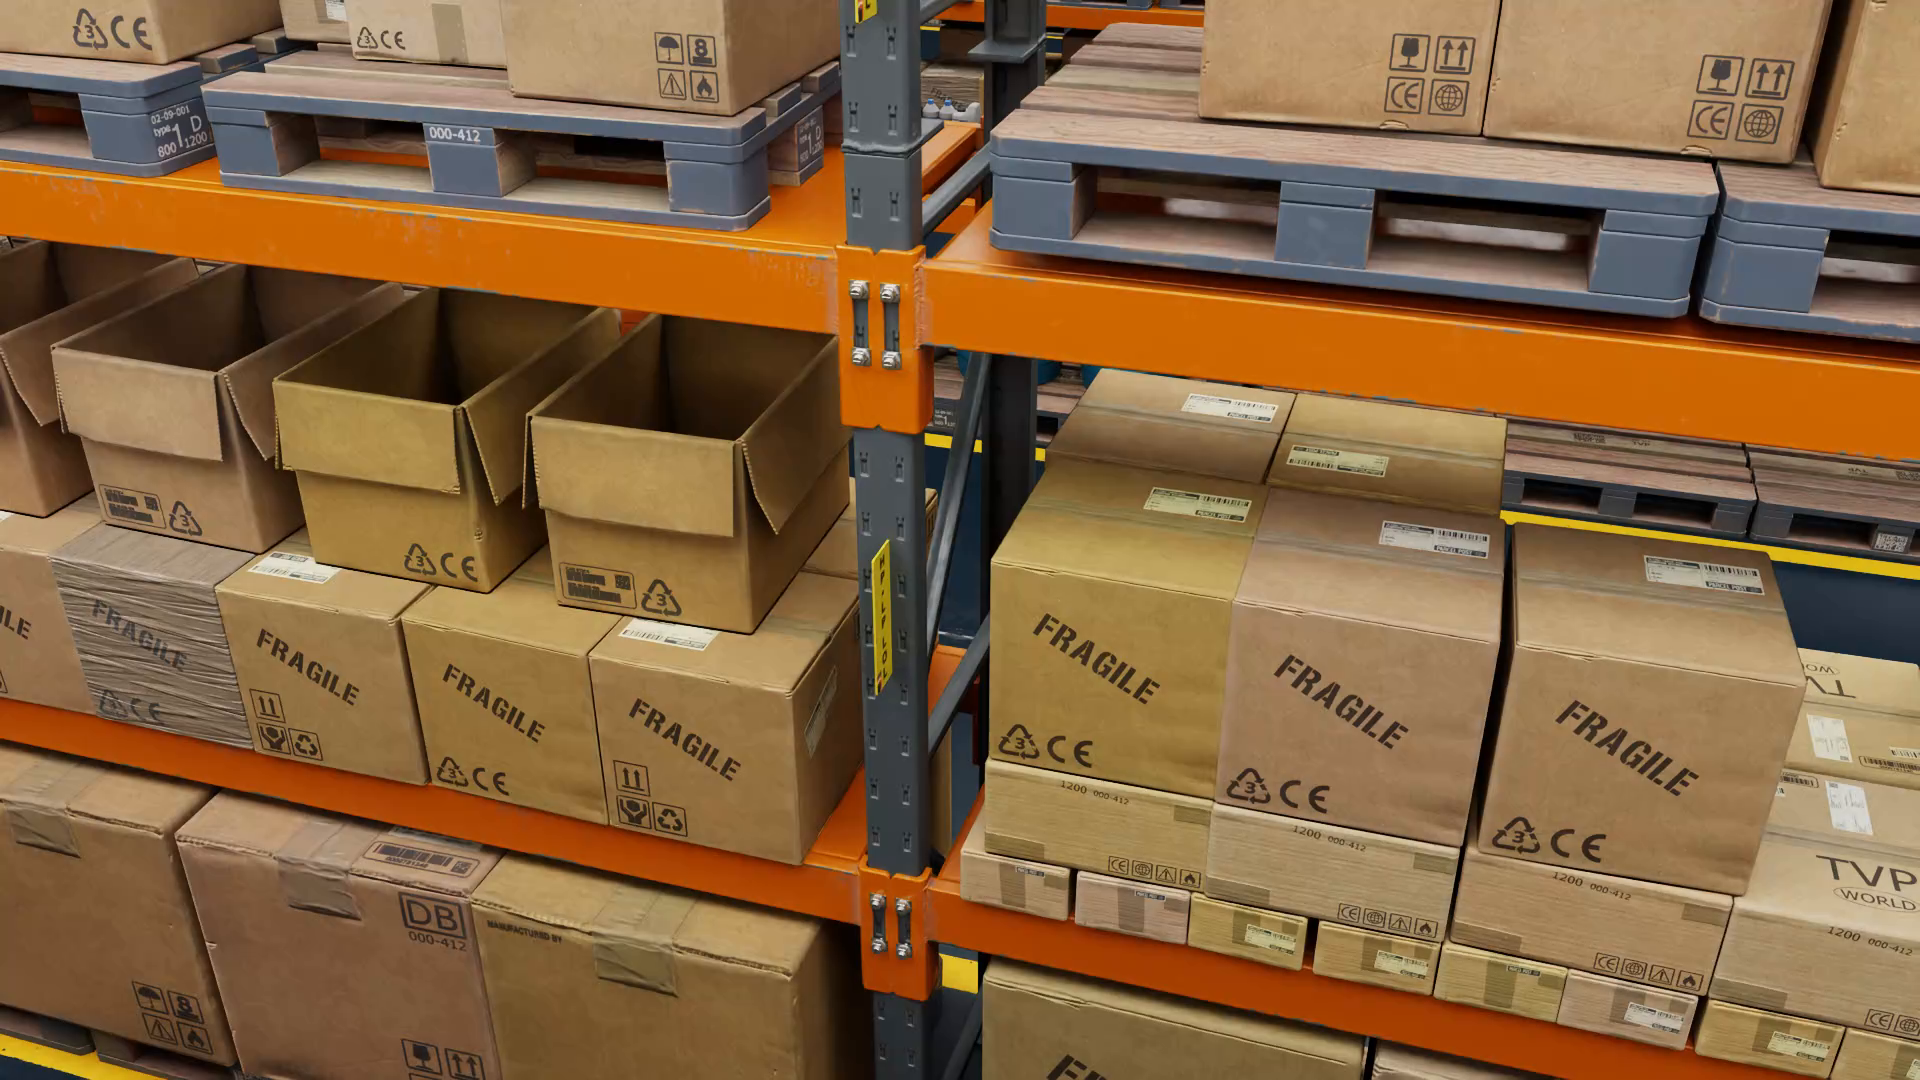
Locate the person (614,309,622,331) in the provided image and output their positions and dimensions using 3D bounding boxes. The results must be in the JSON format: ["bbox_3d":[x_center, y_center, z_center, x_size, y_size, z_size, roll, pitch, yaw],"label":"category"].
[{"bbox_3d":[-1.331,-0.082,6.337,0.435,1.831,0.566,9,30,16],"label":"person"}]
